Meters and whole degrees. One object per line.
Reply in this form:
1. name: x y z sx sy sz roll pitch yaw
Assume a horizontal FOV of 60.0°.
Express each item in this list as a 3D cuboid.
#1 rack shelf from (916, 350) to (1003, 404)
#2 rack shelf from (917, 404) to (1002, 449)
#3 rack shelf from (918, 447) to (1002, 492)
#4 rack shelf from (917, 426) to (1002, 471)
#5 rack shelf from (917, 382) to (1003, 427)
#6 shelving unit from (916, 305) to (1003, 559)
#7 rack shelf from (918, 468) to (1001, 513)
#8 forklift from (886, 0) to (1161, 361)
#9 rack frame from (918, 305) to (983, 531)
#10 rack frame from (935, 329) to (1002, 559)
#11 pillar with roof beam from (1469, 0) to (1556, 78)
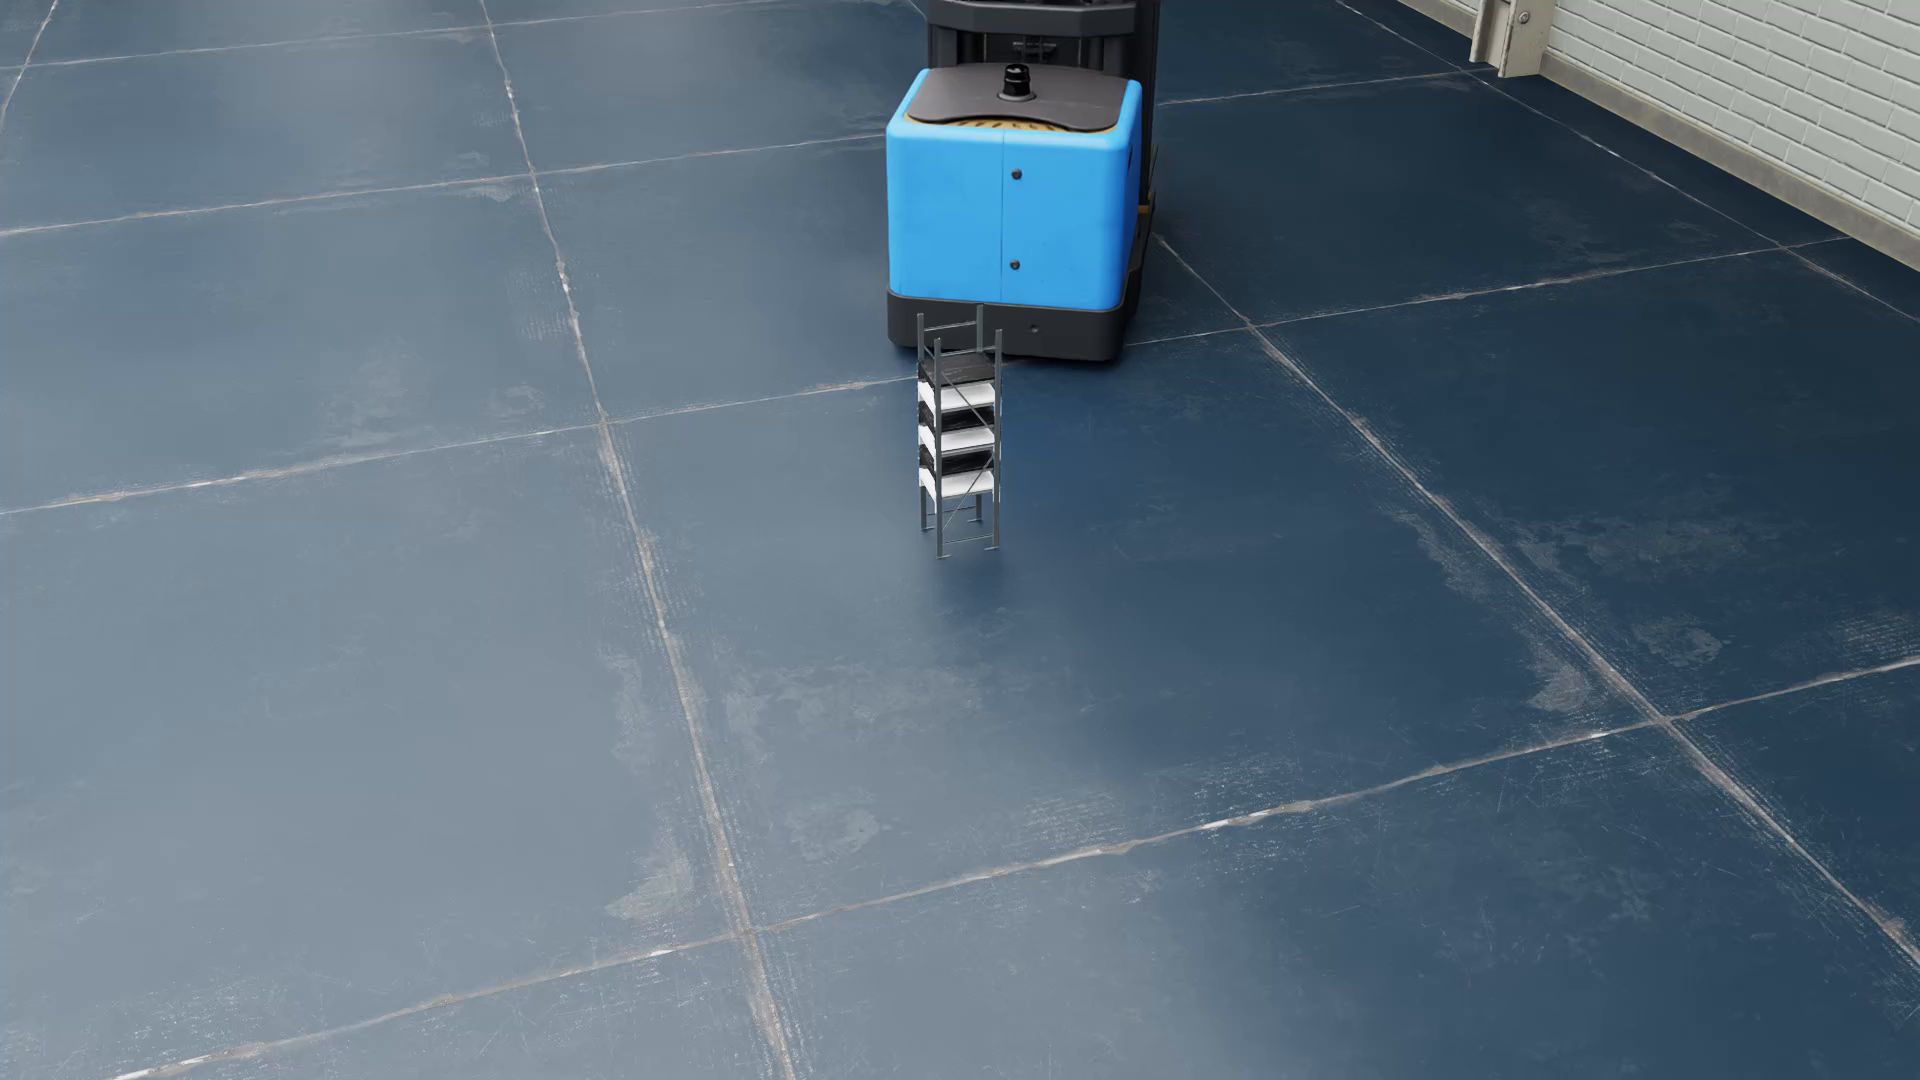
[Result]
1. rack shelf: -0.002 -0.577 5.878 0.258 0.077 0.200 -10 35 -15
2. rack shelf: -0.002 -0.427 5.977 0.258 0.077 0.200 -10 35 -15
3. rack shelf: -0.002 -0.277 6.076 0.258 0.077 0.200 -10 35 -15
4. rack shelf: -0.002 -0.352 6.027 0.258 0.077 0.200 -10 35 -15
5. rack shelf: -0.002 -0.502 5.928 0.258 0.077 0.200 -10 35 -15
6. shelving unit: -0.002 -0.380 6.008 0.258 0.900 0.210 -10 35 -15
7. rack shelf: -0.002 -0.202 6.126 0.258 0.077 0.200 -10 35 -15
8. forklift: 0.430 -2.812 7.846 1.130 2.935 3.031 5 34 8
9. rack frame: -0.033 -0.433 6.089 0.240 0.900 0.006 -10 35 -15
10. rack frame: 0.029 -0.326 5.928 0.240 0.900 0.006 -10 35 -15
11. pillar with roof beam: -0.497 -6.157 7.406 9.100 9.000 0.400 -10 35 -15
